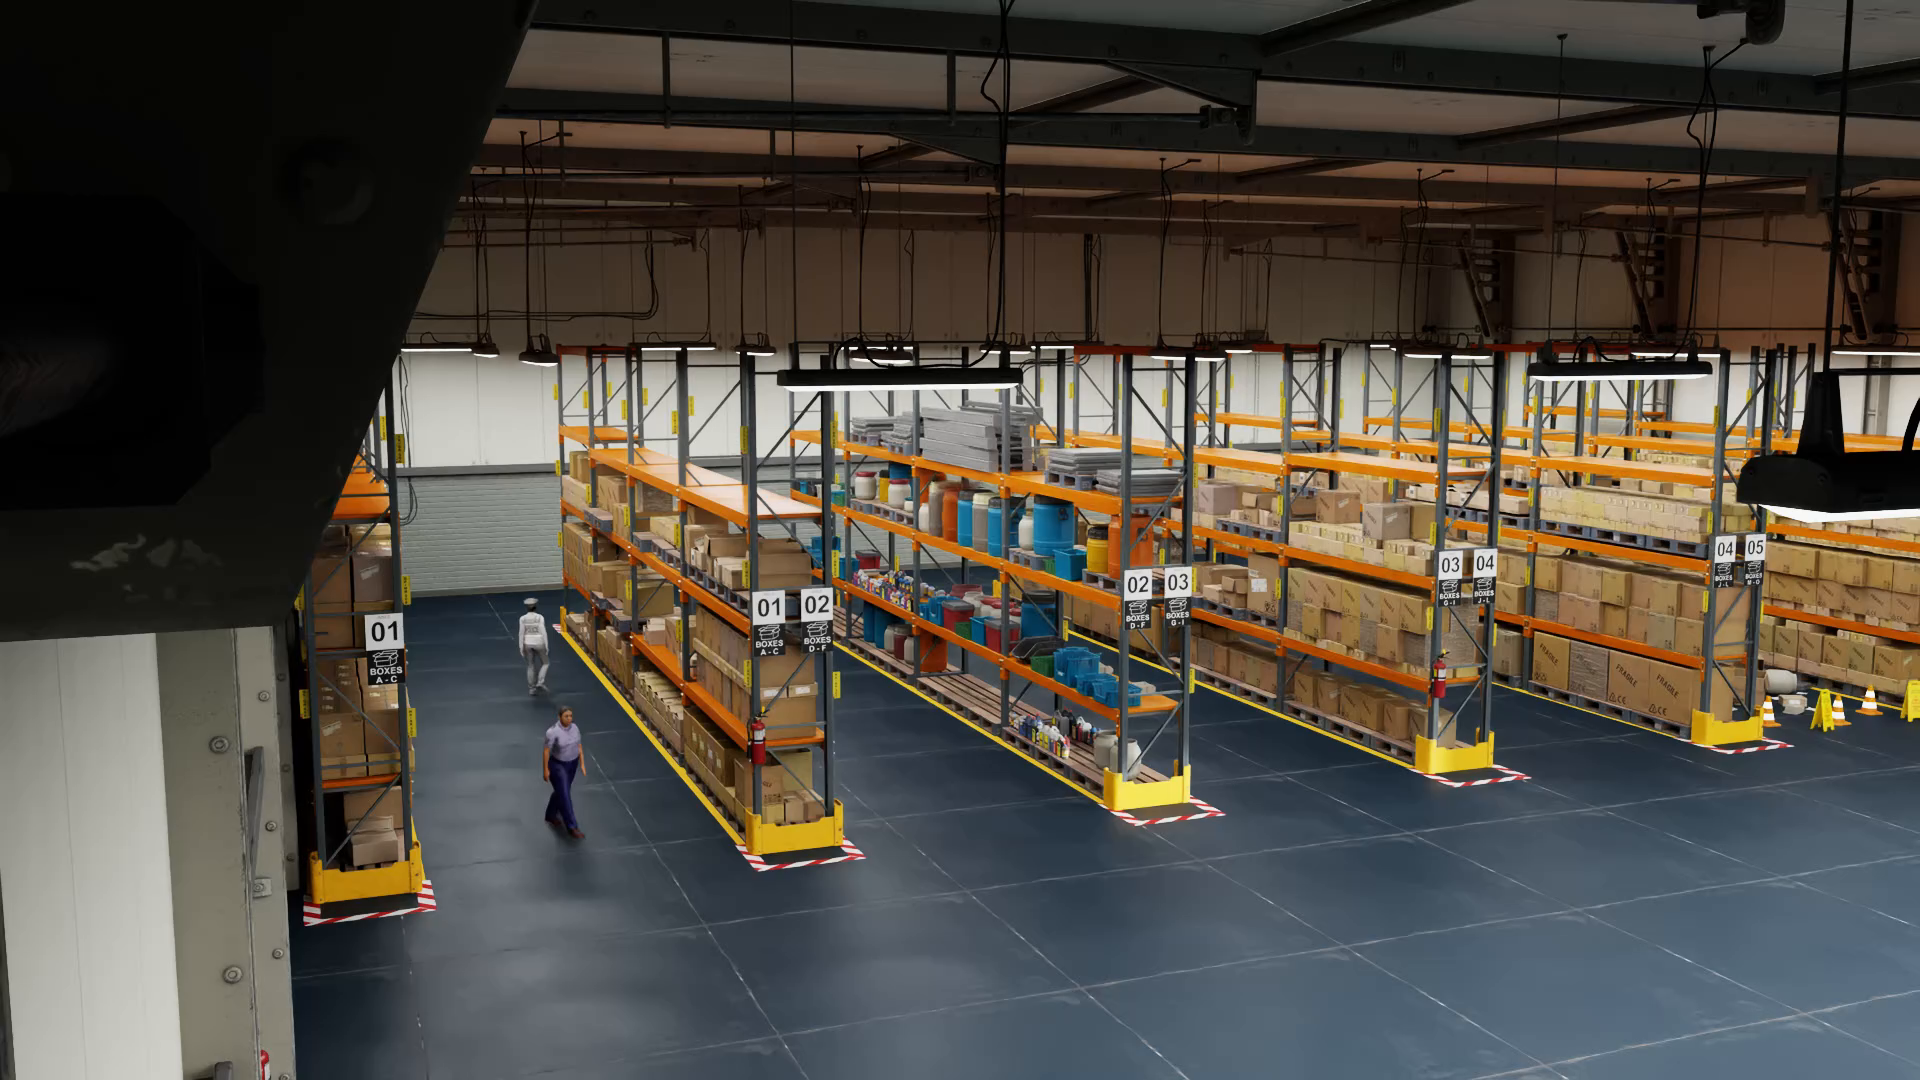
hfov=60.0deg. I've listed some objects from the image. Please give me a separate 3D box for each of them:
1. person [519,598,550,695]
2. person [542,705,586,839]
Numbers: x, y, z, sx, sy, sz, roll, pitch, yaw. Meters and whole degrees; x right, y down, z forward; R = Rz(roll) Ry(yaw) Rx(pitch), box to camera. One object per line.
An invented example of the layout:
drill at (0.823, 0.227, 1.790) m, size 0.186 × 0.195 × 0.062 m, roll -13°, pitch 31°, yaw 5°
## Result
person at (-7.386, 1.854, 28.786) m, size 0.514 × 1.673 × 0.454 m, roll 0°, pitch 7°, yaw 4°
person at (-4.960, 2.870, 20.911) m, size 0.957 × 1.591 × 0.528 m, roll 4°, pitch 8°, yaw 31°
